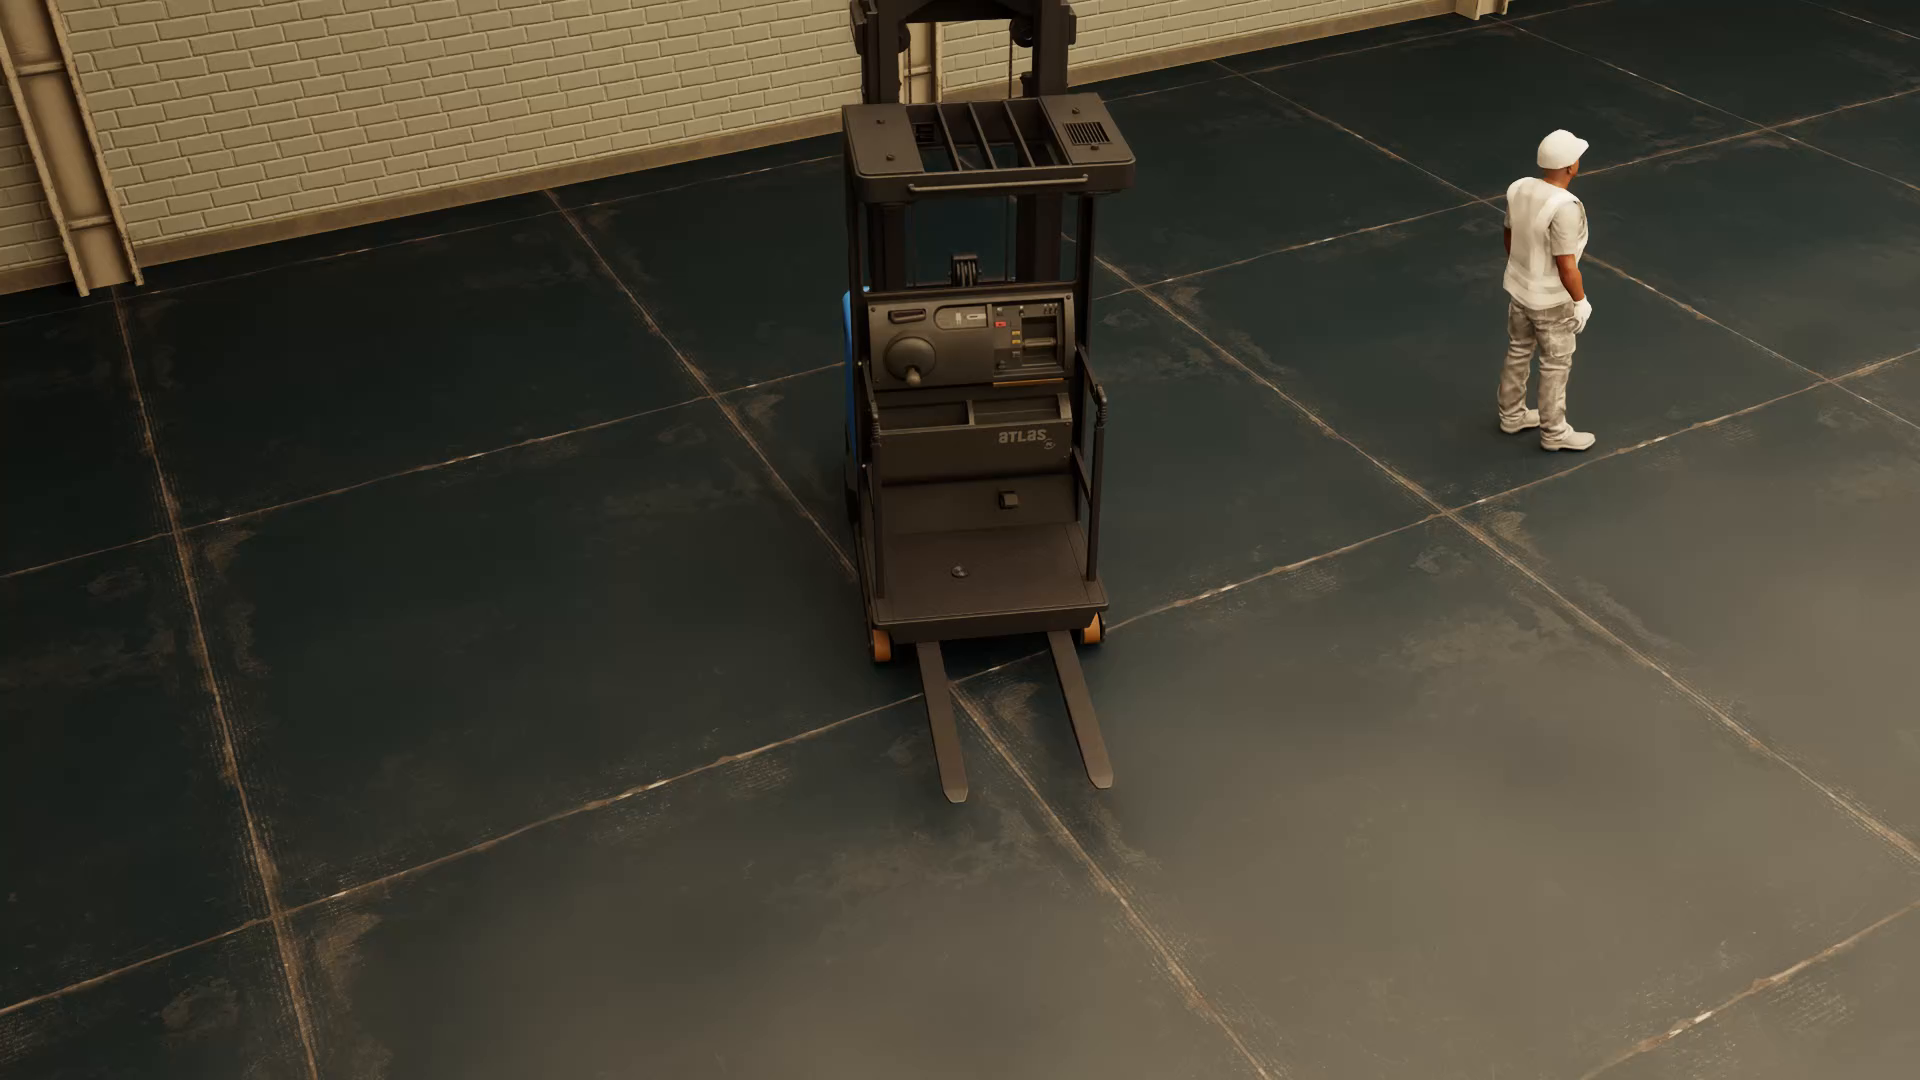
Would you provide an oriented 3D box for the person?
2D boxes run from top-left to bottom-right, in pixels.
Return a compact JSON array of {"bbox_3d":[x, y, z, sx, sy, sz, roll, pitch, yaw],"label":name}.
[{"bbox_3d":[3.232,-1.367,9.040,0.577,1.782,0.655,-10,37,-14],"label":"person"}]

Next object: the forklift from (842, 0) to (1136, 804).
[{"bbox_3d":[0.086,-0.837,7.307,1.130,2.935,3.031,-5,36,-6],"label":"forklift"}]
